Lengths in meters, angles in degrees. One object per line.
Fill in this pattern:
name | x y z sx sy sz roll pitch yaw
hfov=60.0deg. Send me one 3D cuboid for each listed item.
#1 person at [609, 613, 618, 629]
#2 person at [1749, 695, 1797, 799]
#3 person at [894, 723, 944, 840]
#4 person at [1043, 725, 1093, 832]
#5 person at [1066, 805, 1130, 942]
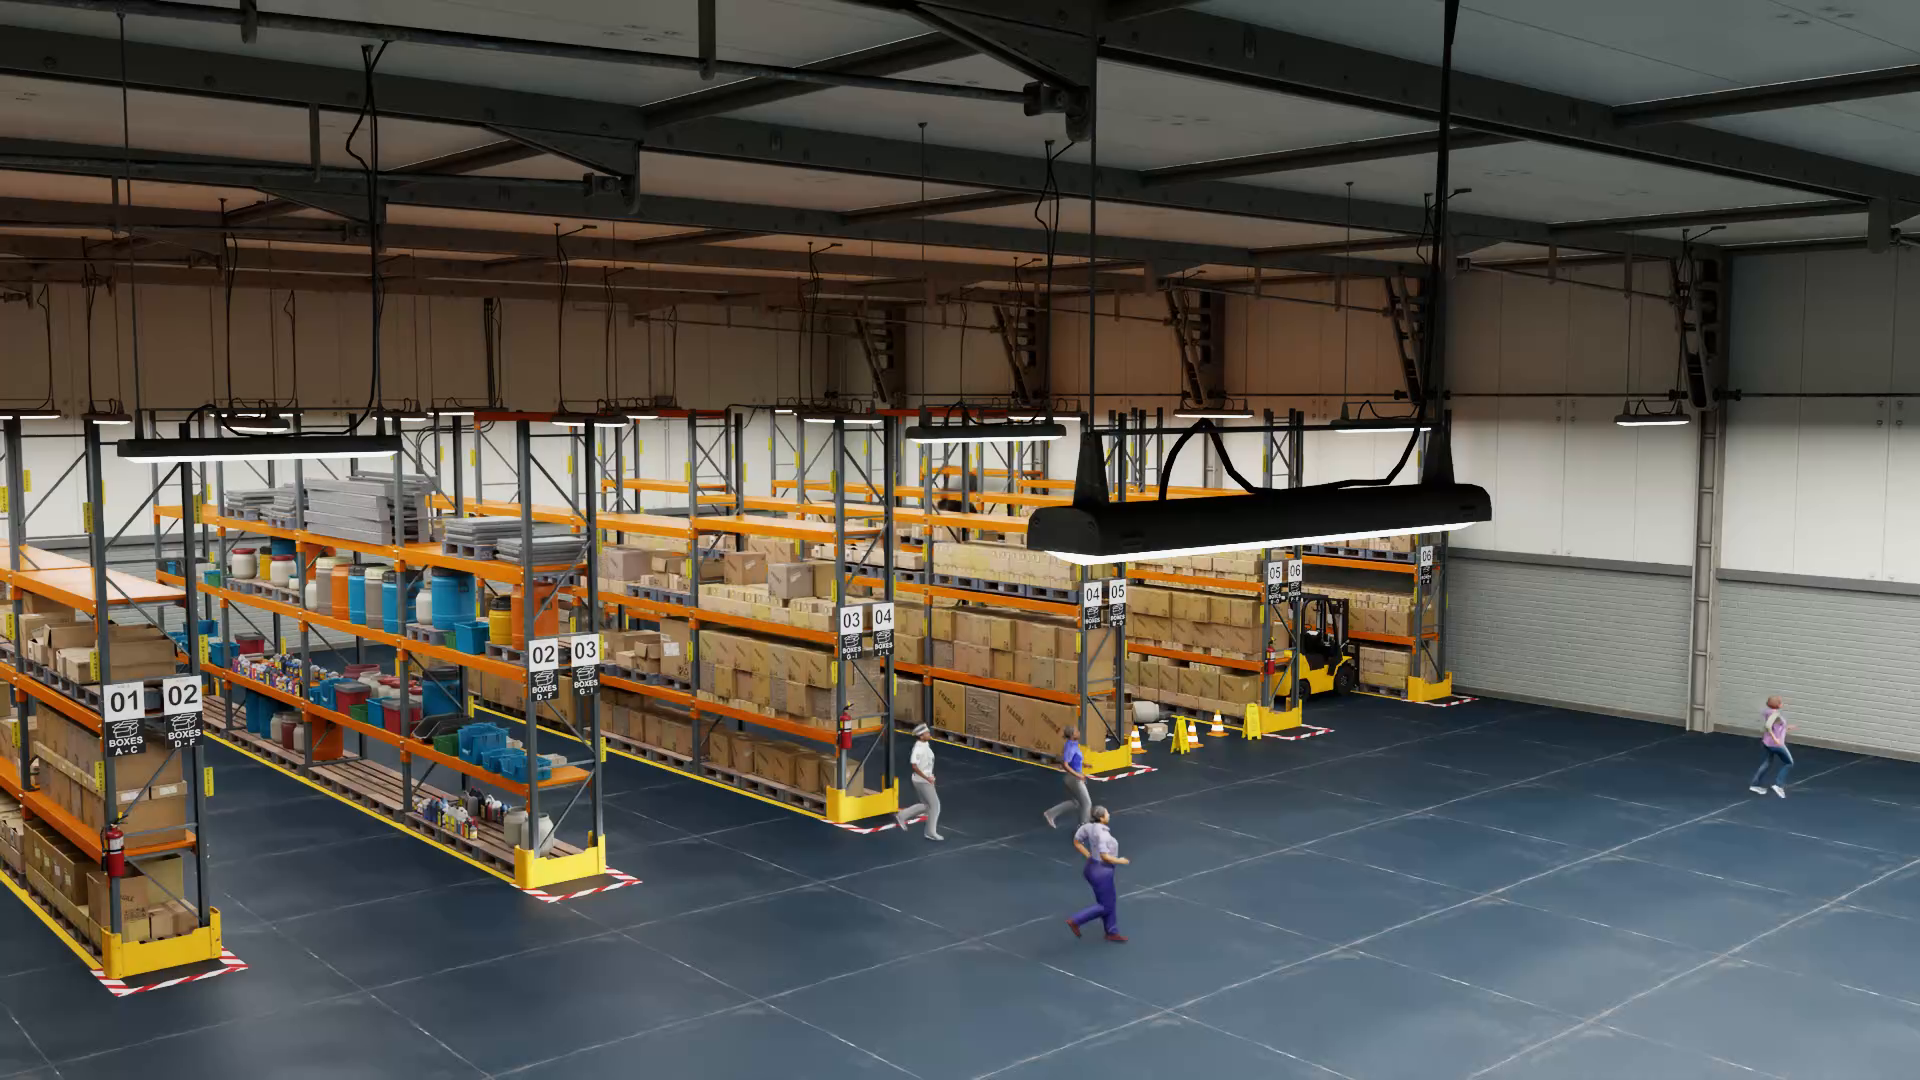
person | -8.638 1.837 41.395 0.624 1.746 0.686 -4 6 -39
person | 12.779 3.243 26.095 0.691 1.627 0.503 0 5 0
person | -0.584 3.439 23.687 0.713 1.694 0.624 0 5 -1
person | 1.578 3.438 23.740 0.769 1.616 0.586 0 5 -4
person | 1.568 3.862 19.099 0.841 1.636 0.607 -2 5 -20
